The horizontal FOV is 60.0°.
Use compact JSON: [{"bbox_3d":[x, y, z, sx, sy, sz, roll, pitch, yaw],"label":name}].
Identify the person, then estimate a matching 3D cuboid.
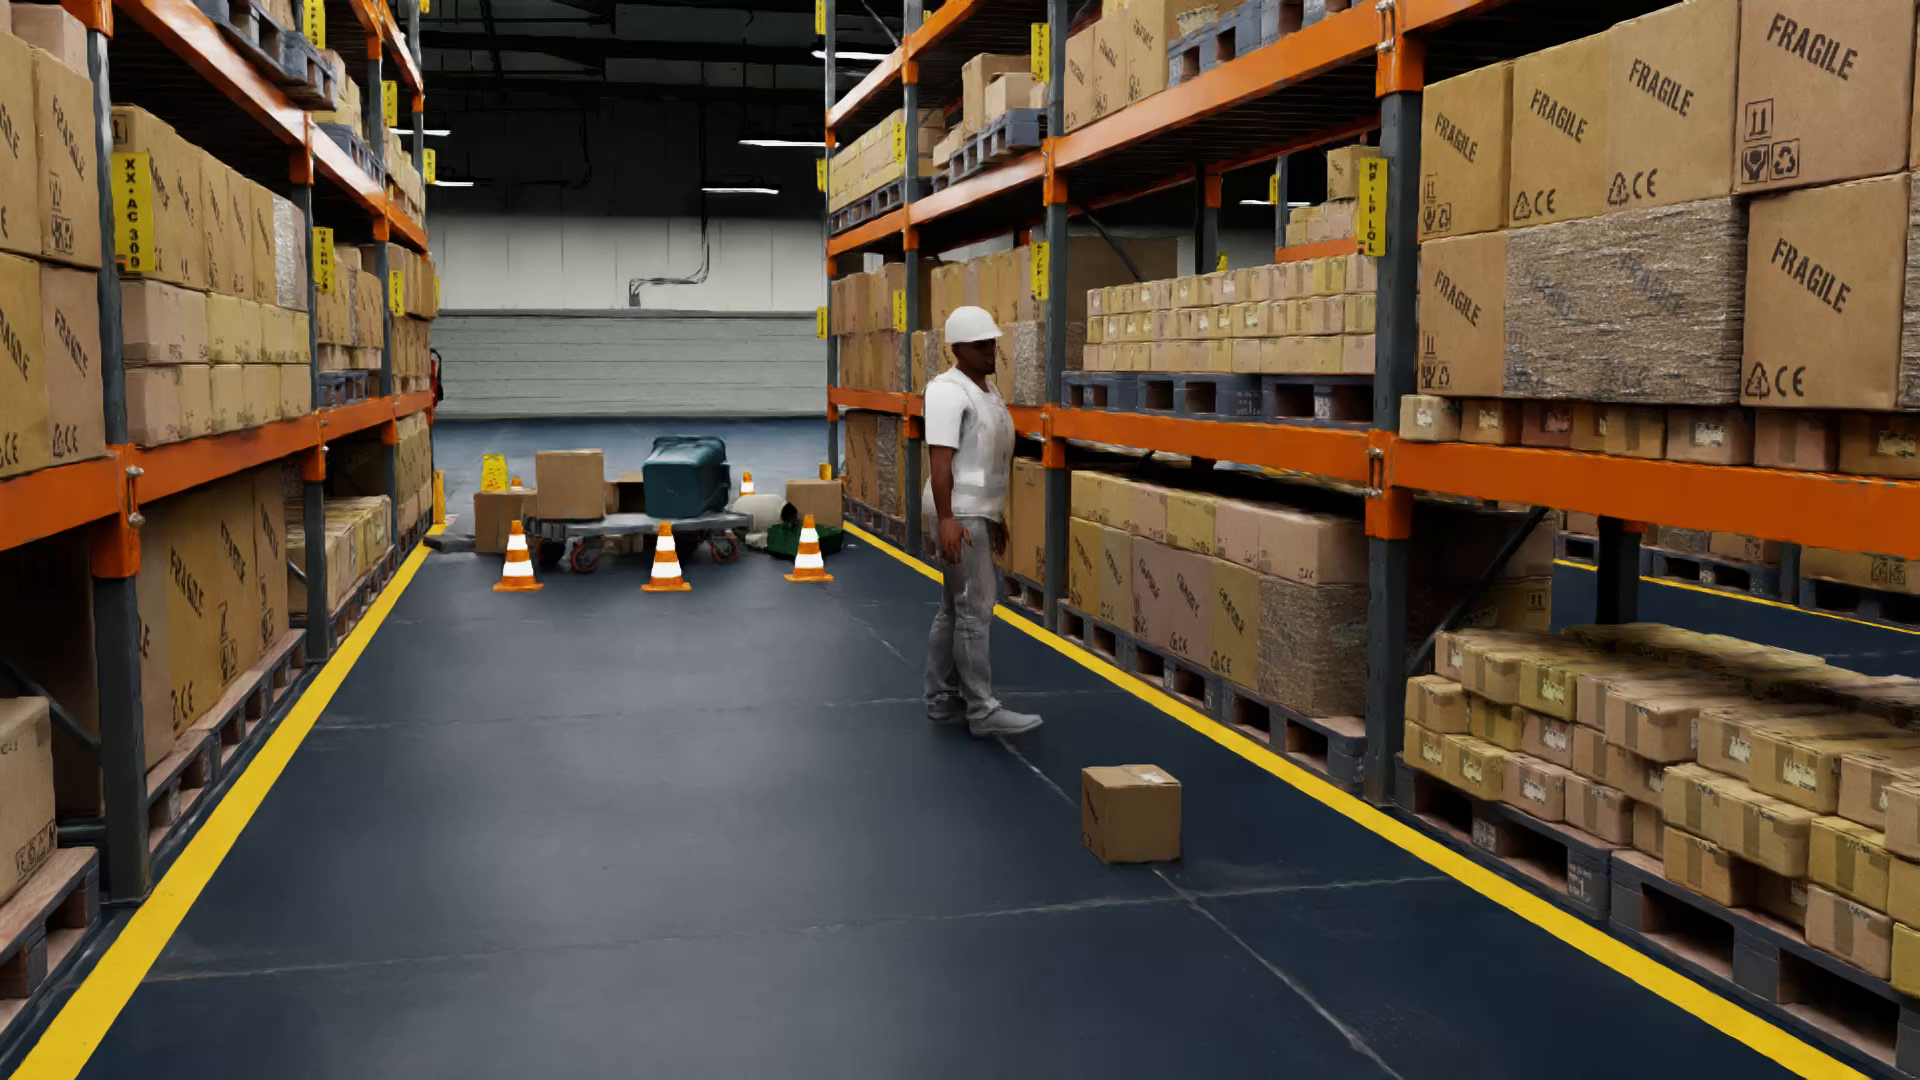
[{"bbox_3d":[0.089,-0.085,6.912,0.571,1.763,0.675,2,6,15],"label":"person"}]
